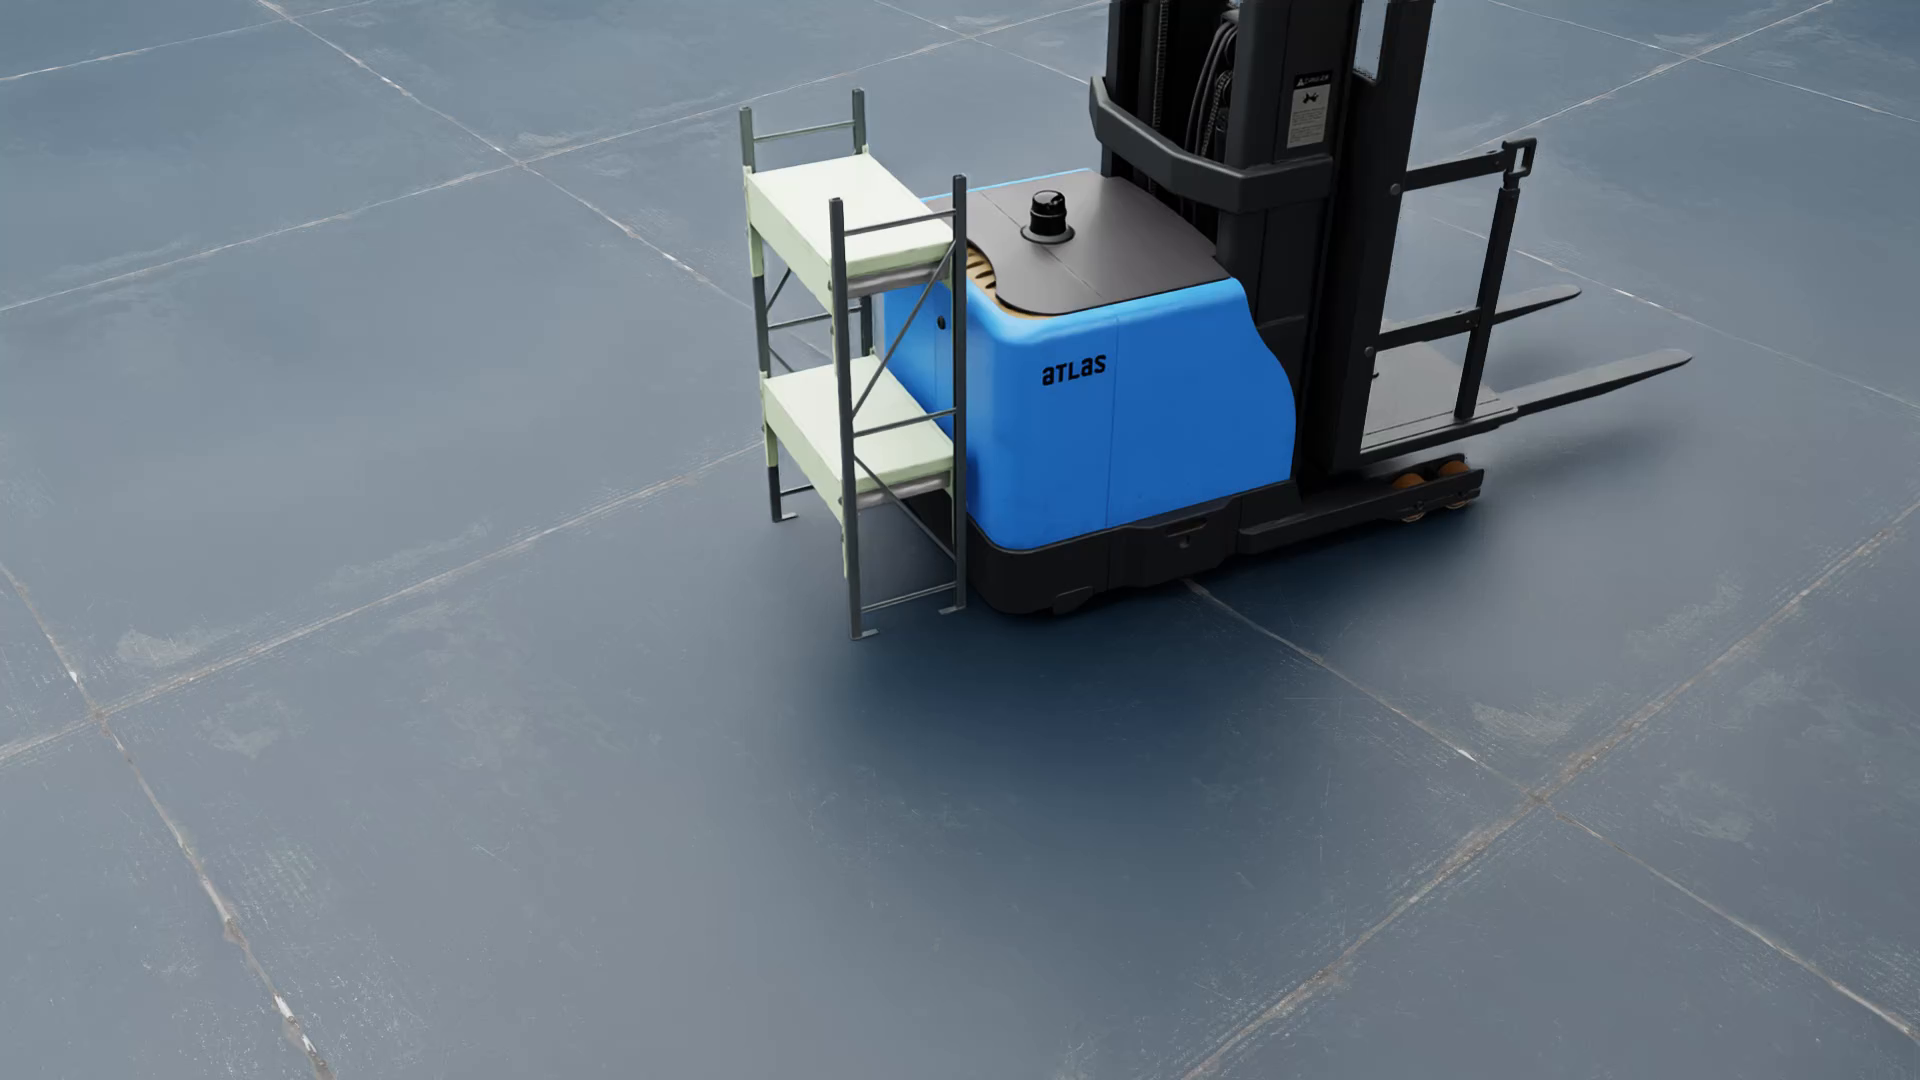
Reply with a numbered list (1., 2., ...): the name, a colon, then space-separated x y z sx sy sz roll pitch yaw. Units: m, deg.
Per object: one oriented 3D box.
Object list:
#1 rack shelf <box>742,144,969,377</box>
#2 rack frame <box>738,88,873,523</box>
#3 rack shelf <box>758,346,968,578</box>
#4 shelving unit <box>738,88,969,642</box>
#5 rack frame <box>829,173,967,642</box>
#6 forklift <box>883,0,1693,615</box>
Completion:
1. rack shelf: -0.323 -0.853 4.982 0.431 0.370 0.720 -15 38 -20
2. rack frame: -0.479 -0.726 5.477 0.400 1.500 0.023 -15 38 -20
3. rack shelf: -0.323 -0.269 5.396 0.431 0.370 0.720 -15 38 -20
4. shelving unit: -0.323 -0.535 5.207 0.431 1.500 0.755 -15 38 -20
5. rack frame: -0.166 -0.344 4.937 0.400 1.500 0.023 -15 38 -20
6. forklift: 1.287 -1.522 5.363 3.031 2.935 1.130 -15 38 -20
